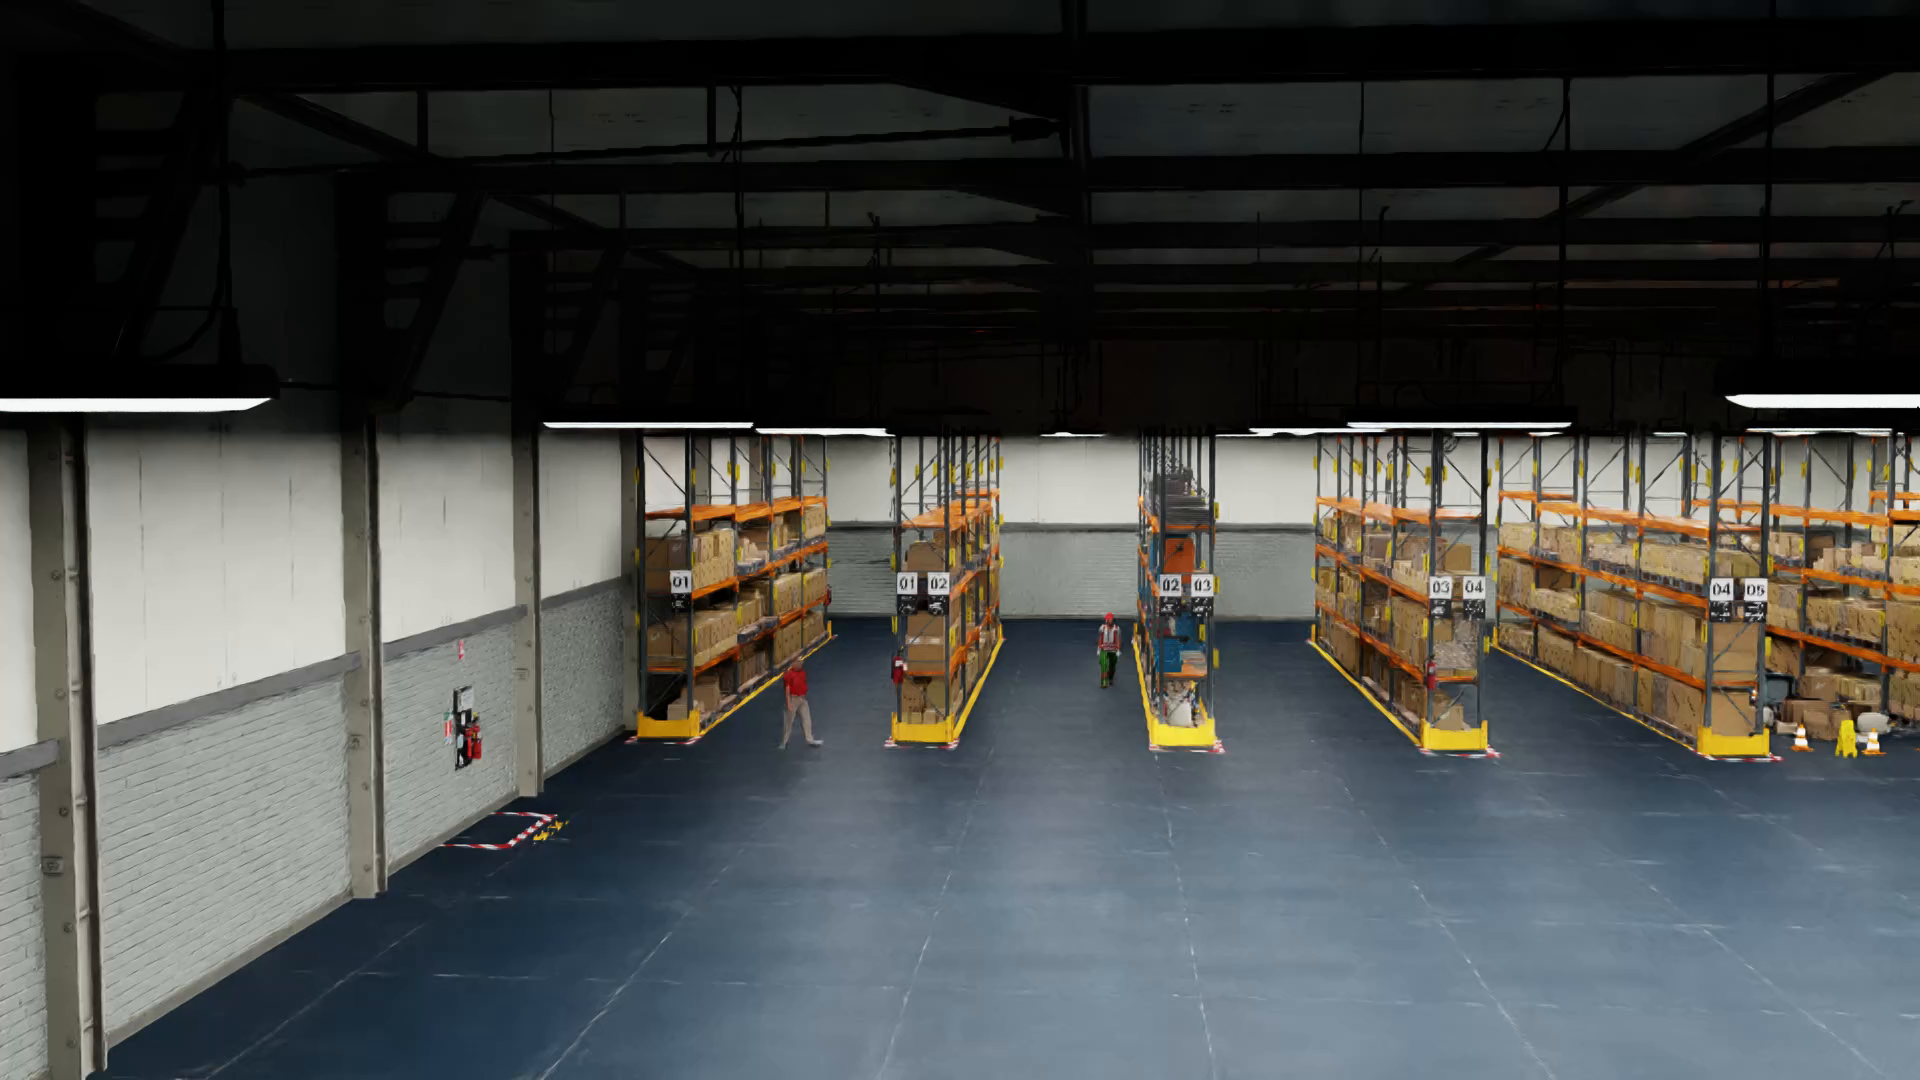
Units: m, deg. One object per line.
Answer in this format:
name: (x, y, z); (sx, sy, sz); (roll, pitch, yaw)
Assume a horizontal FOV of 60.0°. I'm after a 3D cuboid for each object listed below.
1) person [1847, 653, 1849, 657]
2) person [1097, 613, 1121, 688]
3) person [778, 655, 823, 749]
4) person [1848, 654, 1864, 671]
person: (23.135, 2.222, 43.600); (0.382, 1.673, 0.563); (1, 4, 14)
person: (3.439, 2.519, 38.272); (0.551, 1.707, 1.109); (0, 3, 3)
person: (-2.992, 2.978, 30.777); (0.583, 1.719, 0.772); (3, 5, 41)
person: (21.584, 2.368, 40.215); (0.583, 1.782, 0.665); (3, 4, 36)
